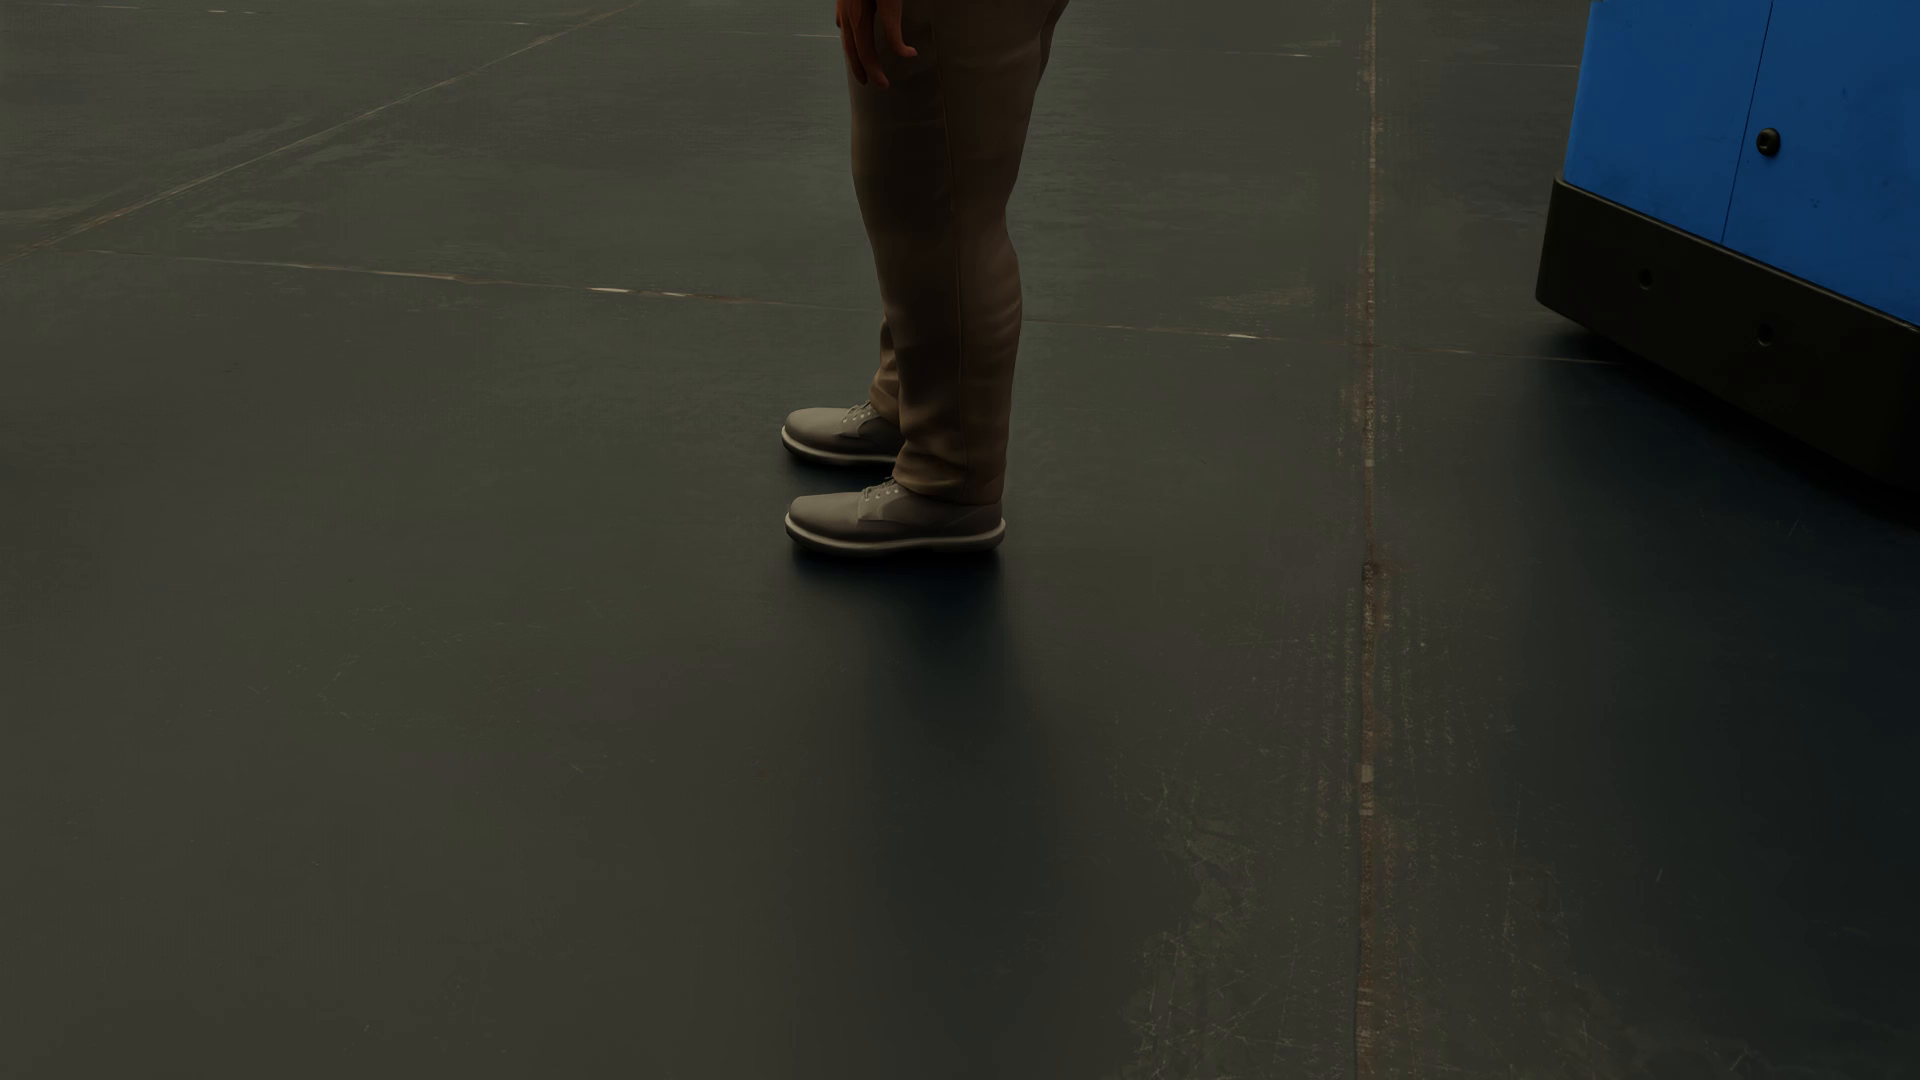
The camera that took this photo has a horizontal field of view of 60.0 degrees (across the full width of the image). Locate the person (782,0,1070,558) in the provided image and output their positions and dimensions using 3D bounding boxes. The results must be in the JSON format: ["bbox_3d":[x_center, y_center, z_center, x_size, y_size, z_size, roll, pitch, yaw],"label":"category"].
[{"bbox_3d":[-0.085,-0.792,2.136,0.551,1.727,0.640,6,27,11],"label":"person"}]

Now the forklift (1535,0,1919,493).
[{"bbox_3d":[2.711,-1.718,2.651,3.031,2.935,1.130,-8,28,-15],"label":"forklift"}]
